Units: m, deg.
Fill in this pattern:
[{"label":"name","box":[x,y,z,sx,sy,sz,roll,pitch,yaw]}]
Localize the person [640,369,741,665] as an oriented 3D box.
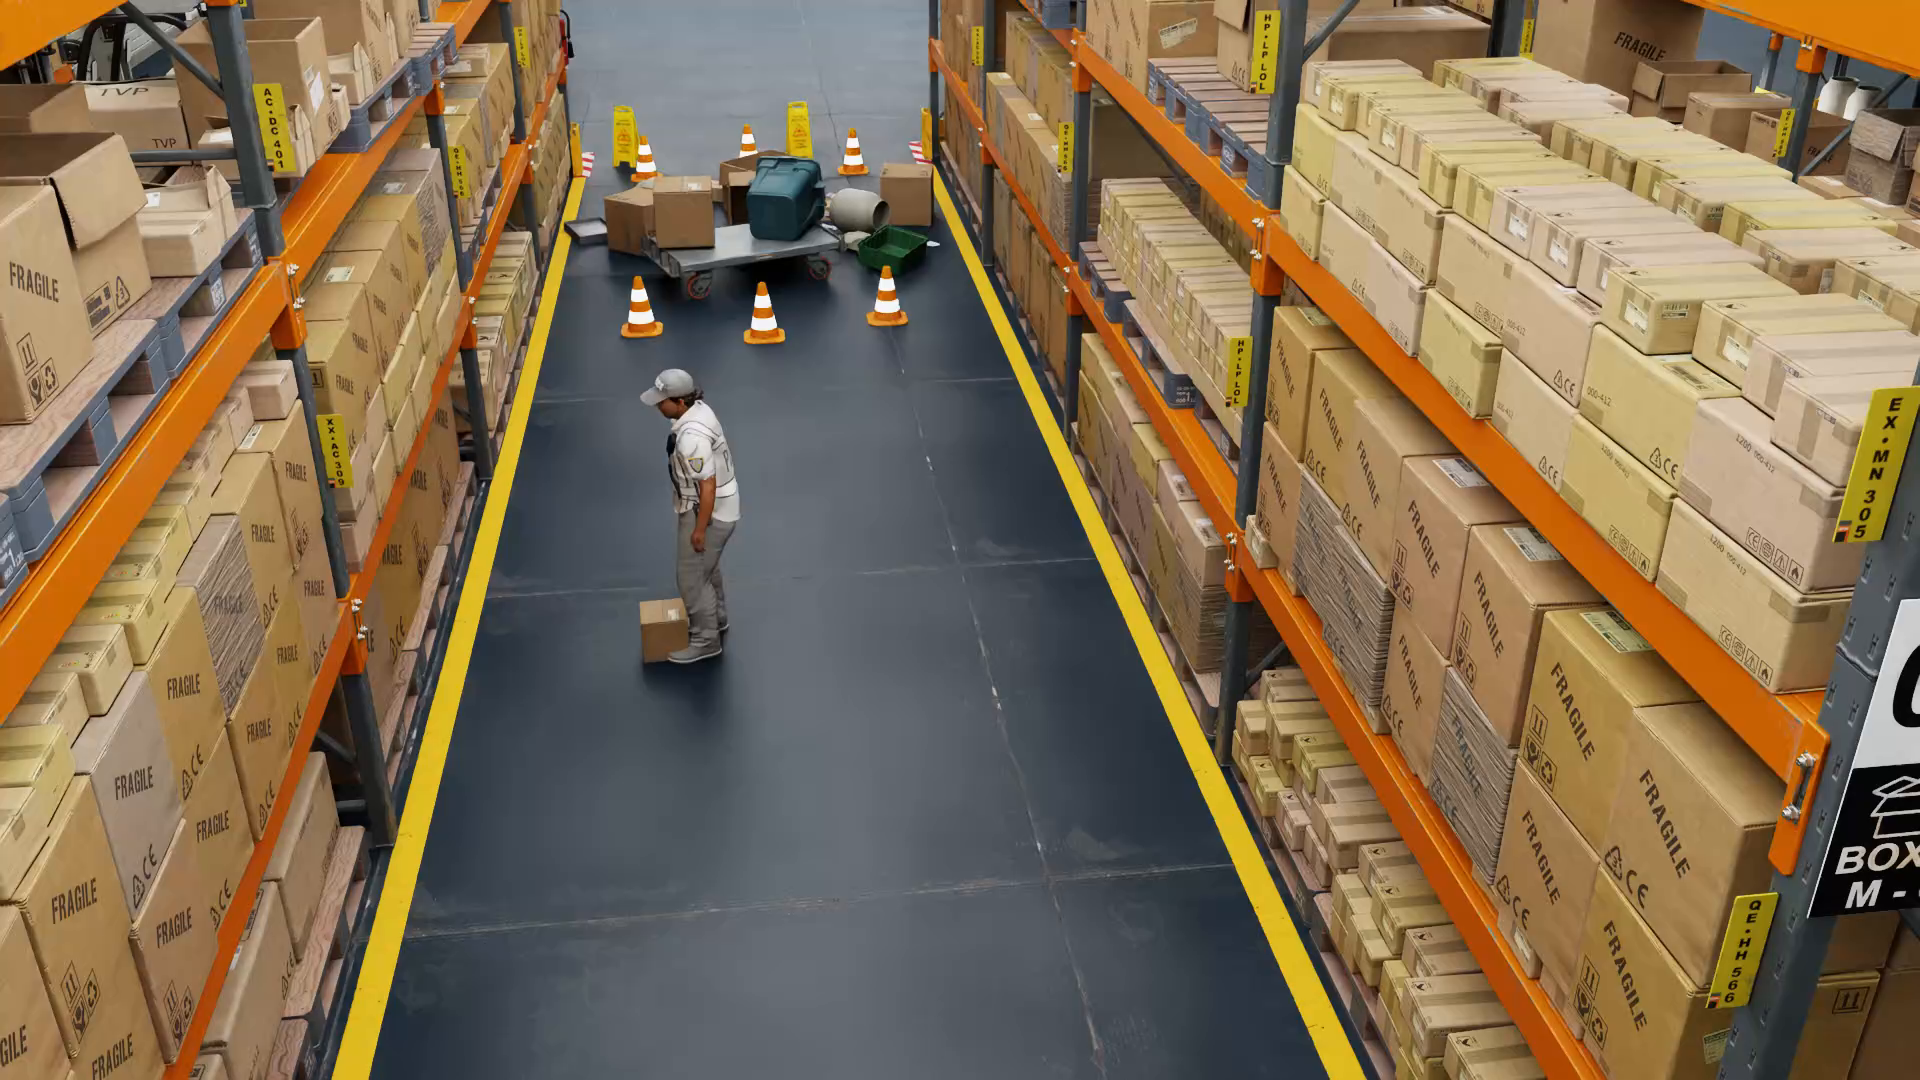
[{"label":"person","box":[-1.414,-0.150,8.903,0.469,1.664,0.549,-5,28,-9]}]
